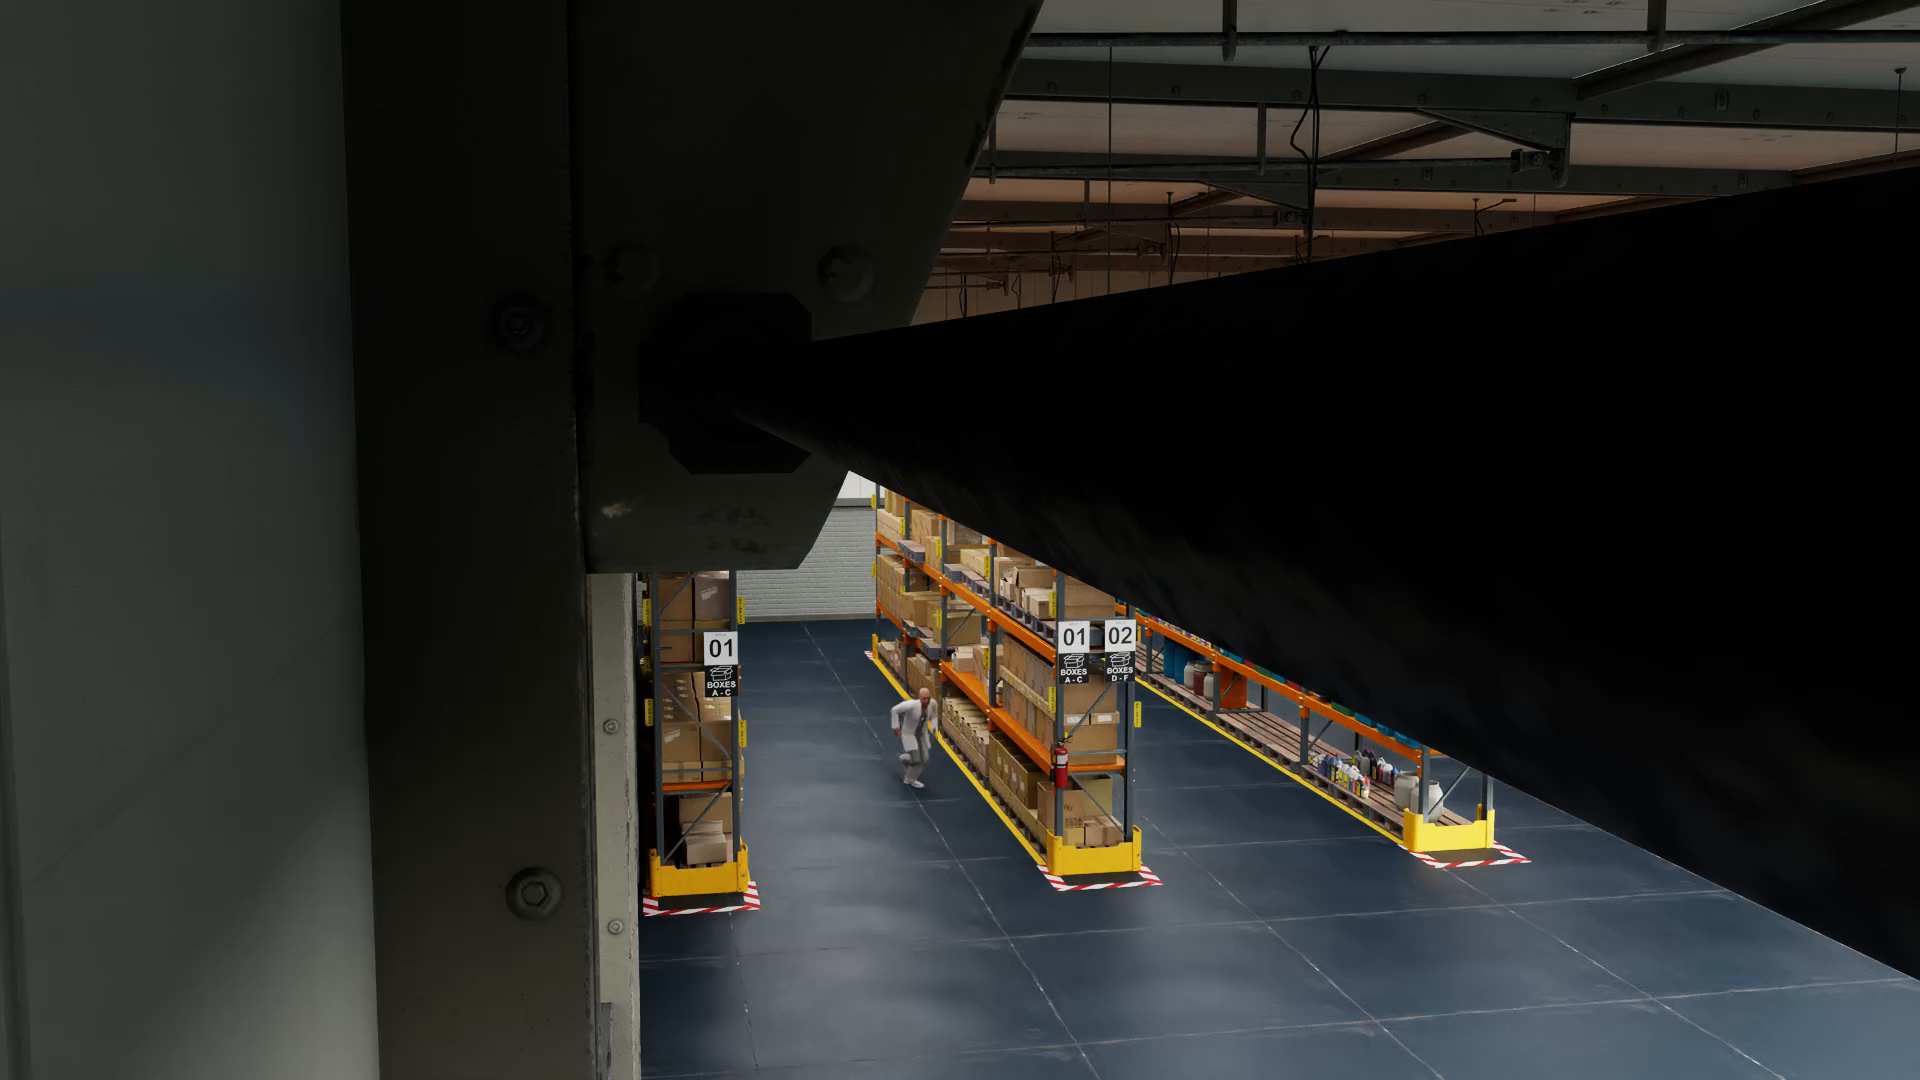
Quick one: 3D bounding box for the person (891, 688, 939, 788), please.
[{"bbox_3d":[-0.699,2.977,25.100,0.734,1.590,0.889,-3,7,-28],"label":"person"}]
